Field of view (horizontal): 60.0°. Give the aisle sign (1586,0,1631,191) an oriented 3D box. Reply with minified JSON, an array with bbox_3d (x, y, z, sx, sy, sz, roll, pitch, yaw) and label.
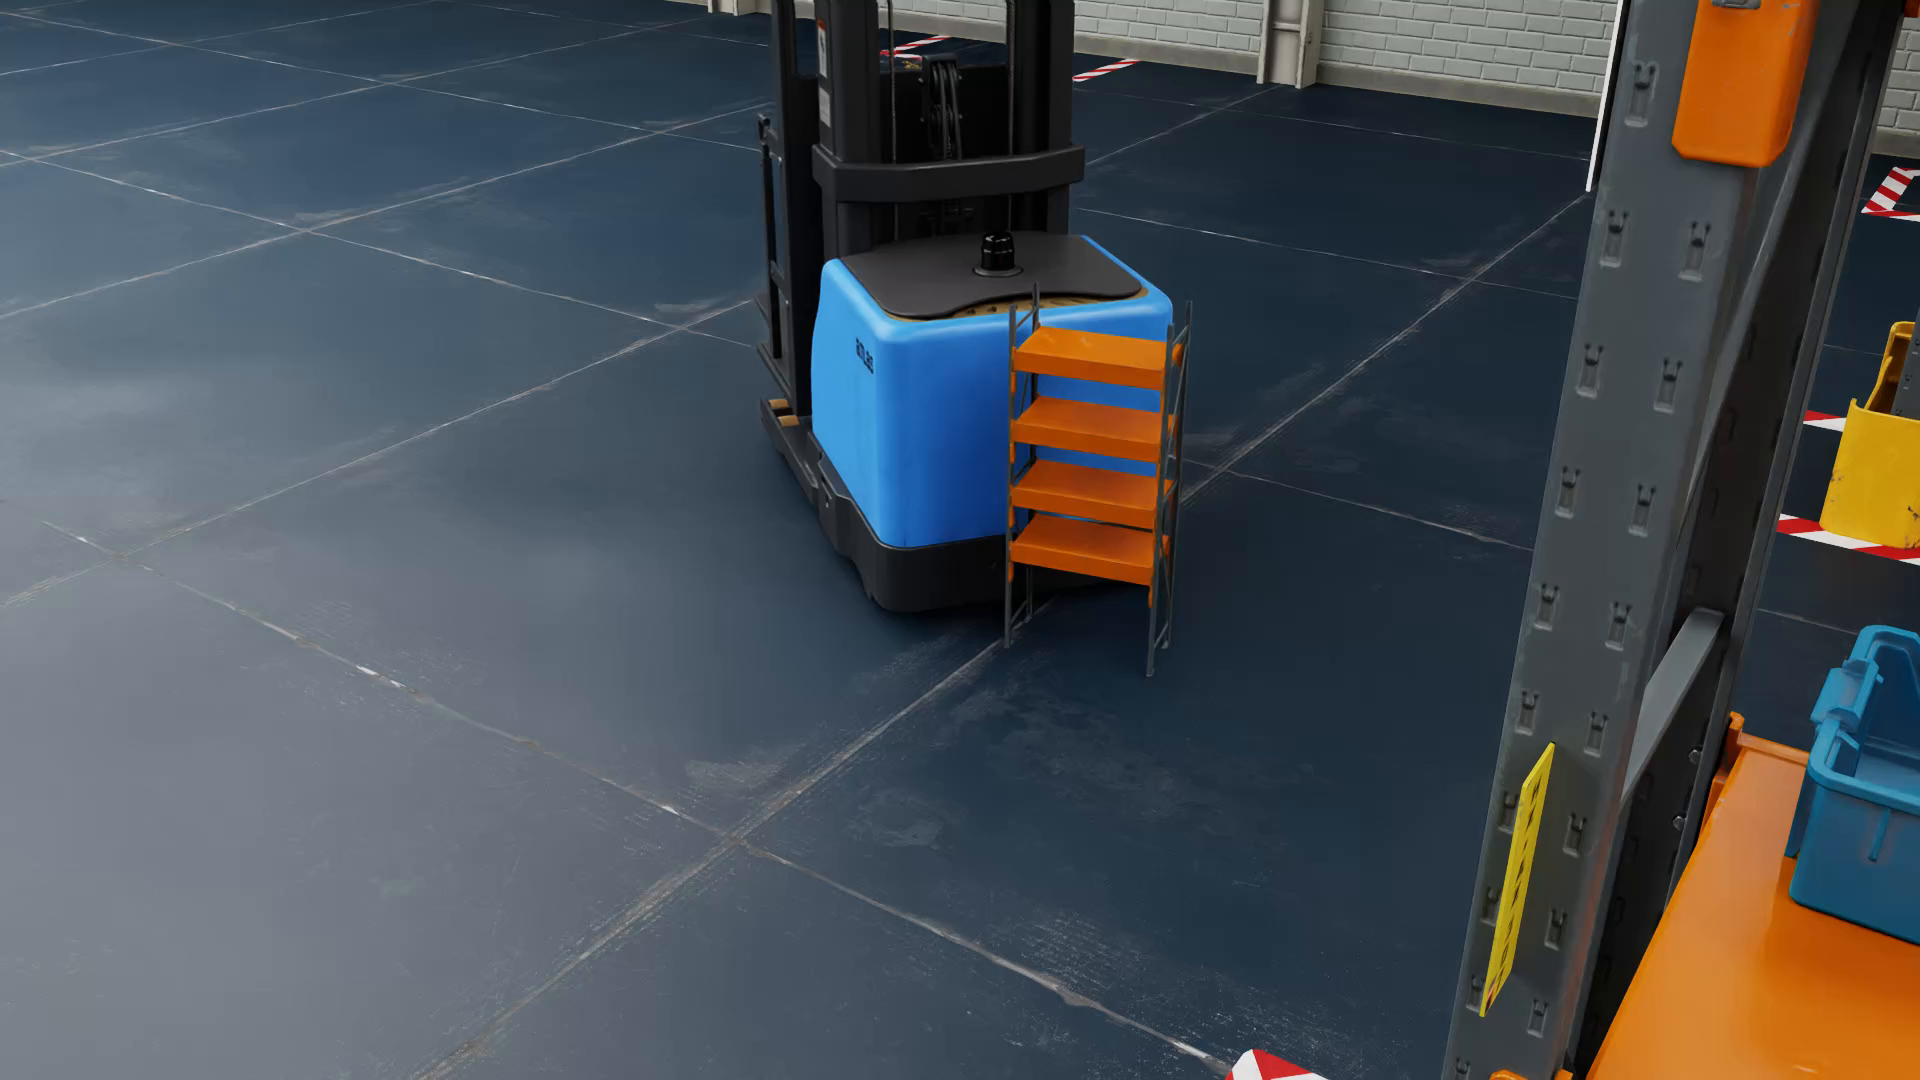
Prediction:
[{"bbox_3d":[0.718,-0.762,1.573,0.004,0.787,0.394,17,32,30],"label":"aisle sign"}]

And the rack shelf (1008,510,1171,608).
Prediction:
[{"bbox_3d":[0.426,0.056,5.403,0.480,0.148,0.258,10,29,19],"label":"rack shelf"}]

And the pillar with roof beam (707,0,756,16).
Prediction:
[{"bbox_3d":[-4.710,-7.687,11.434,0.400,9.000,9.100,17,32,30],"label":"pillar with roof beam"}]

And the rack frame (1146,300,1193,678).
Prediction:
[{"bbox_3d":[0.653,-0.140,5.203,0.015,1.200,0.240,10,29,19],"label":"rack frame"}]

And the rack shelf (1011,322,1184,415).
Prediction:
[{"bbox_3d":[0.426,-0.531,5.104,0.480,0.148,0.258,10,29,19],"label":"rack shelf"}]

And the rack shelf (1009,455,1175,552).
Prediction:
[{"bbox_3d":[0.426,-0.121,5.312,0.480,0.148,0.258,10,29,19],"label":"rack shelf"}]

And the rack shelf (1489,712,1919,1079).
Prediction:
[{"bbox_3d":[2.592,1.140,1.496,4.000,0.370,1.077,17,32,30],"label":"rack shelf"}]

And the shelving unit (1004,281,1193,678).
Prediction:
[{"bbox_3d":[0.426,-0.181,5.282,0.503,1.200,0.258,10,29,19],"label":"shelving unit"}]

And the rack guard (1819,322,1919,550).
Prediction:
[{"bbox_3d":[3.731,-0.437,6.558,0.348,0.500,1.175,17,32,30],"label":"rack guard"}]

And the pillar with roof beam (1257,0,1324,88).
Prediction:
[{"bbox_3d":[0.236,-6.147,8.406,0.400,9.000,9.100,17,32,30],"label":"pillar with roof beam"}]

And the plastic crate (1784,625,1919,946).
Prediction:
[{"bbox_3d":[1.525,0.389,2.343,0.616,0.251,0.499,17,32,30],"label":"plastic crate"}]

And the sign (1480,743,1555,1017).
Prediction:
[{"bbox_3d":[0.628,0.387,1.877,0.005,0.325,0.100,17,32,30],"label":"sign"}]

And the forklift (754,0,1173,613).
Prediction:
[{"bbox_3d":[-0.217,-1.710,6.378,1.130,2.935,3.031,-8,28,-16],"label":"forklift"}]

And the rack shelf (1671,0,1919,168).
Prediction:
[{"bbox_3d":[2.592,-0.197,0.815,4.000,0.370,1.077,17,32,30],"label":"rack shelf"}]

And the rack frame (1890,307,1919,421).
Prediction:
[{"bbox_3d":[3.751,-1.545,5.979,0.127,3.000,1.000,17,32,30],"label":"rack frame"}]

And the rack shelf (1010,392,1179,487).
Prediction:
[{"bbox_3d":[0.426,-0.320,5.211,0.480,0.148,0.258,10,29,19],"label":"rack shelf"}]

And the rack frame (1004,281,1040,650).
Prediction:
[{"bbox_3d":[0.198,-0.221,5.361,0.015,1.200,0.240,10,29,19],"label":"rack frame"}]
